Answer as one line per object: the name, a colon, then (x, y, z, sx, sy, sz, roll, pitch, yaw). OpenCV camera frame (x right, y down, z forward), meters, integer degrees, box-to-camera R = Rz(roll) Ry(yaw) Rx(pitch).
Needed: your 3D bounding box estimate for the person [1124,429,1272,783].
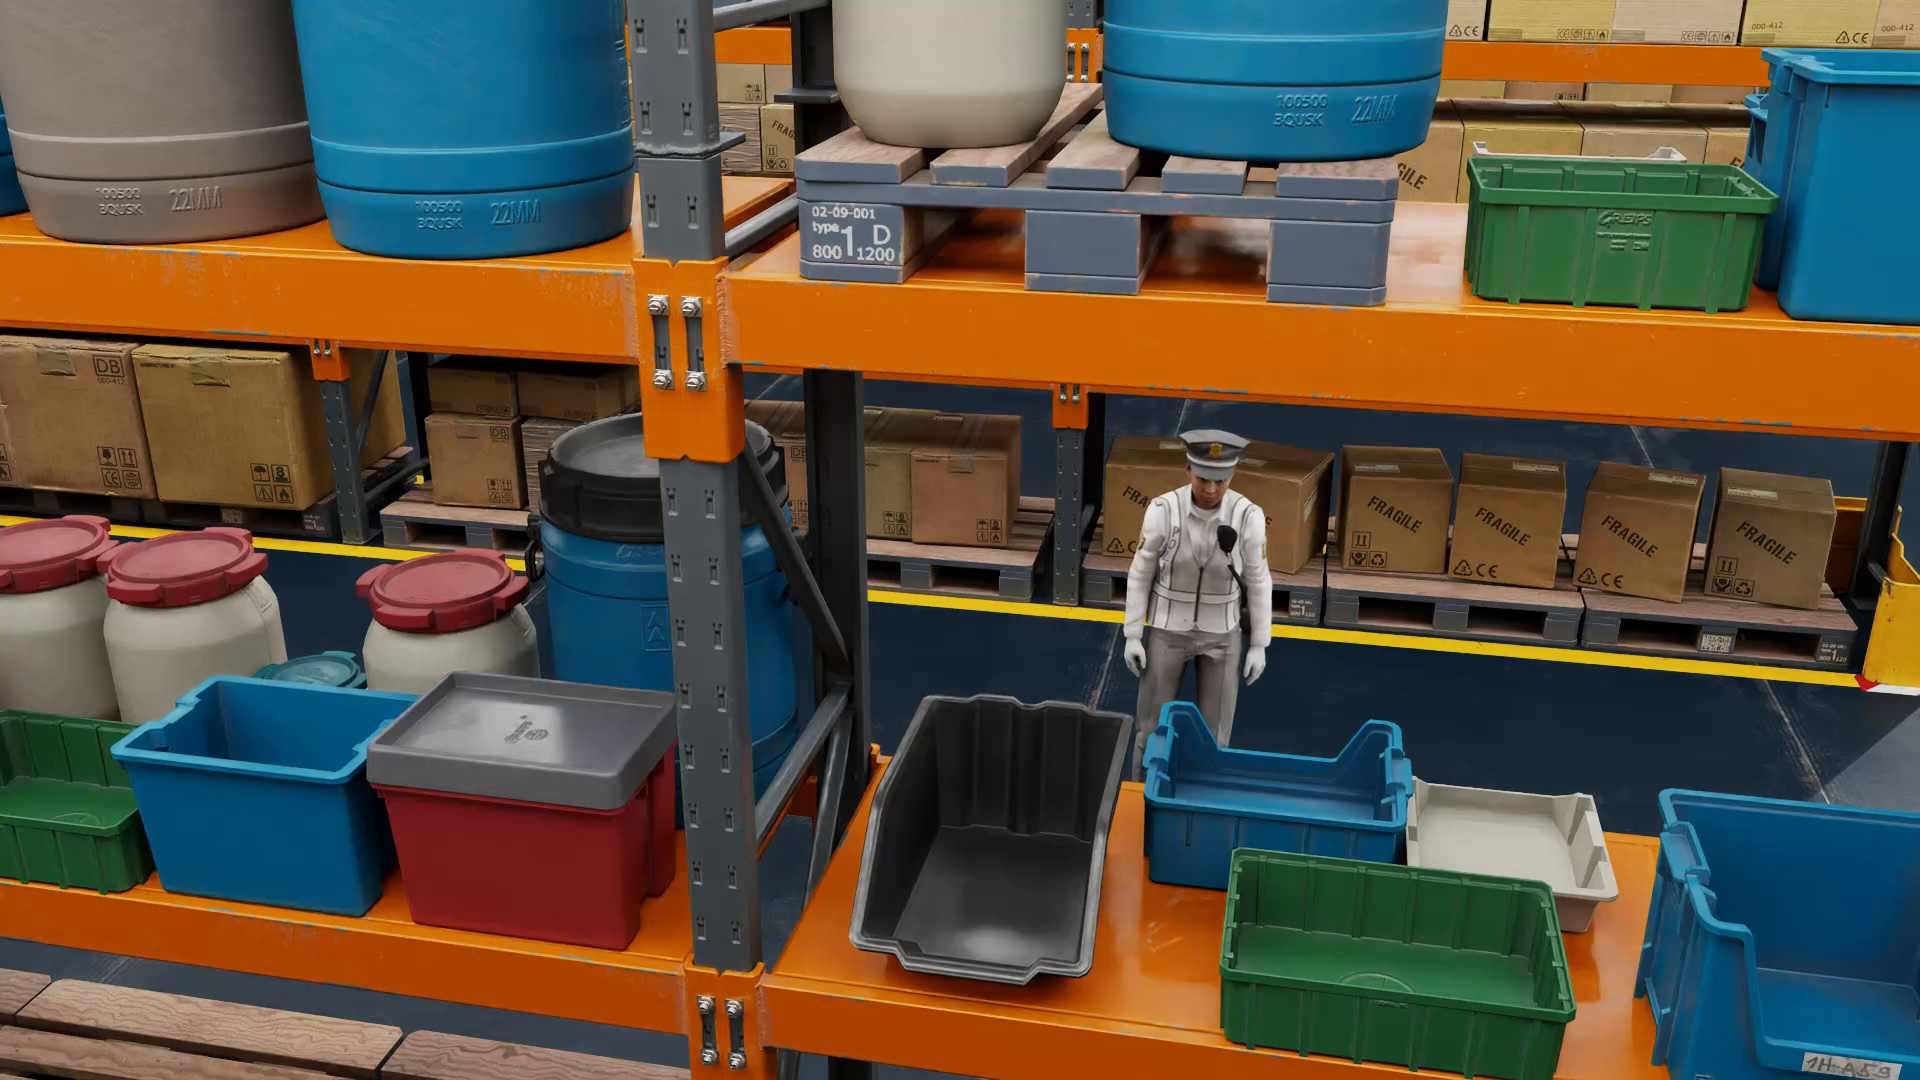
person: (0.865, 0.382, 6.118, 0.547, 1.666, 0.409, 3, 22, 8)
